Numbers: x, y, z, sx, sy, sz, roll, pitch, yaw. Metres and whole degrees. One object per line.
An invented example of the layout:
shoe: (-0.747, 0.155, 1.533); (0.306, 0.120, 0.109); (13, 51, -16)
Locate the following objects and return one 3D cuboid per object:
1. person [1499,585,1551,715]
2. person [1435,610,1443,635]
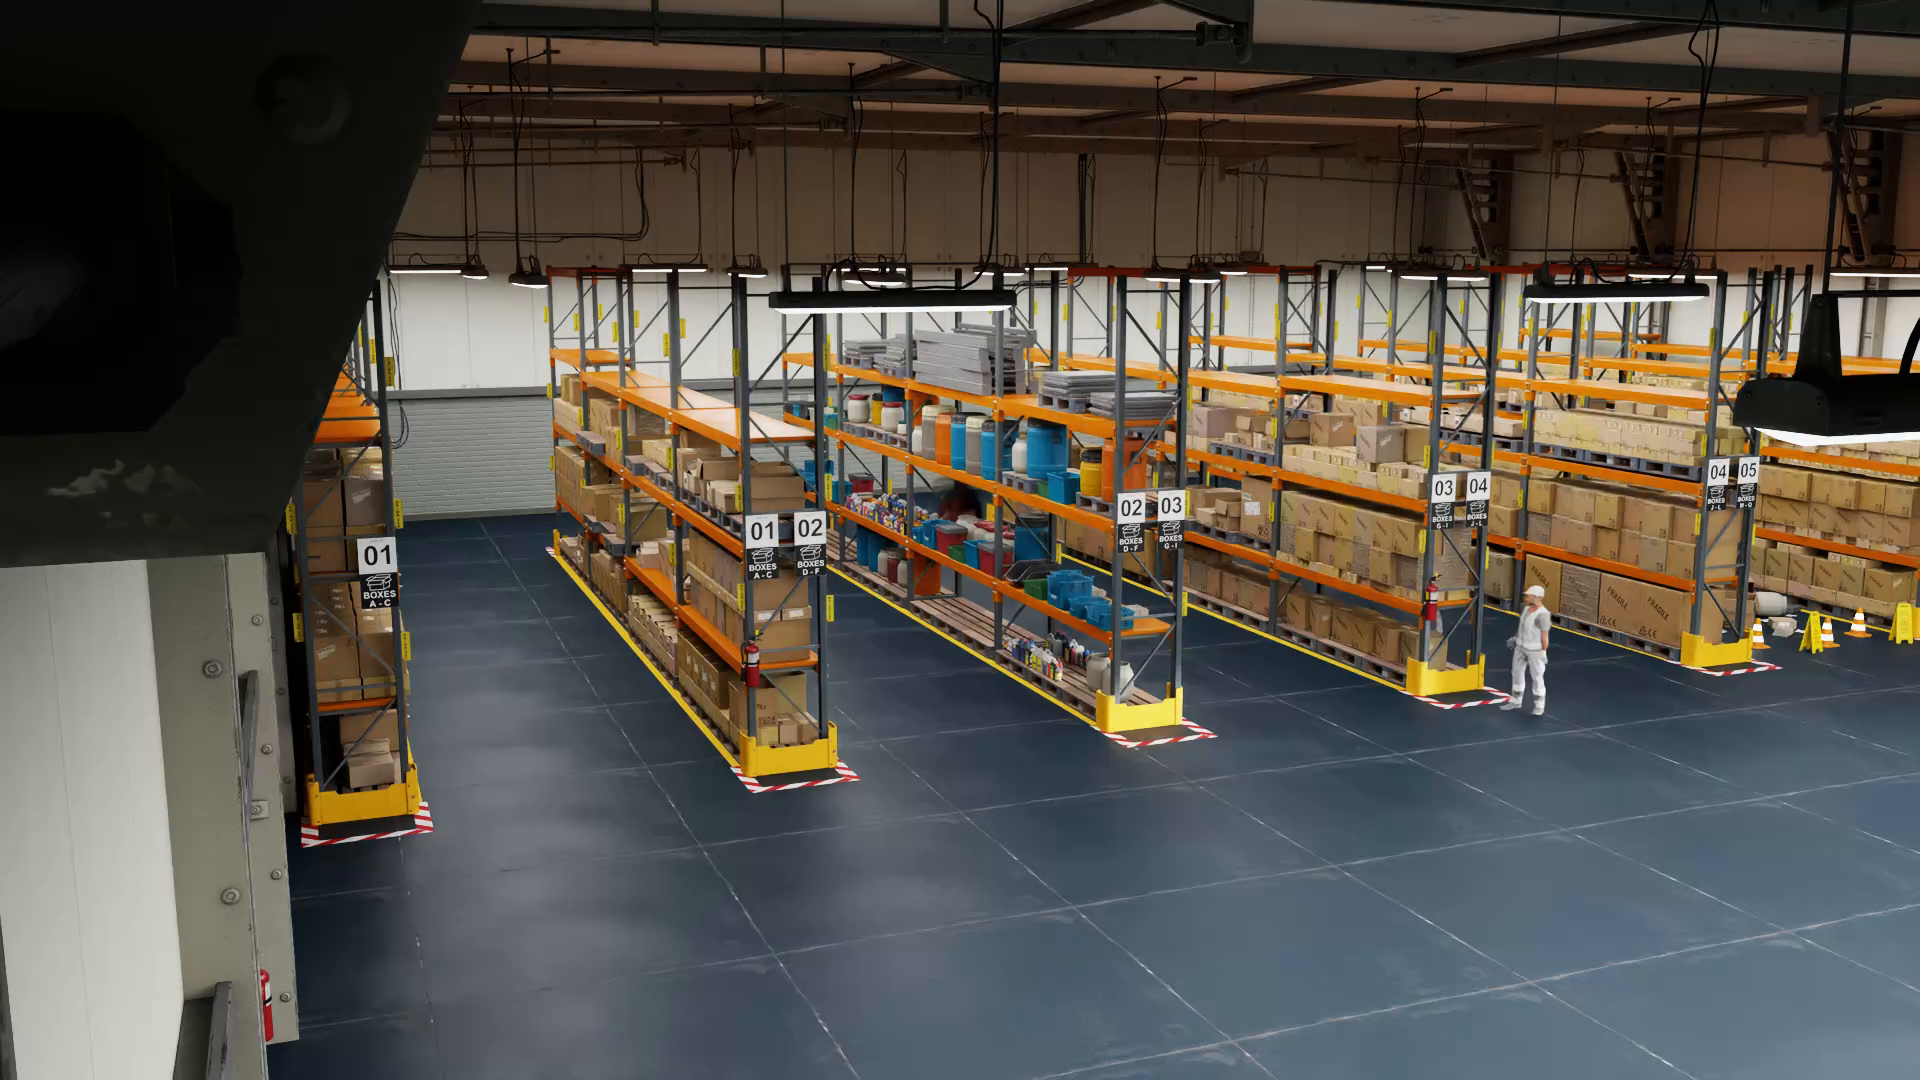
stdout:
person: (7.791, 1.491, 22.874); (0.428, 1.802, 0.755); (-5, 11, -27)
person: (7.651, 0.857, 27.113); (0.500, 1.606, 0.397); (7, 12, 34)
